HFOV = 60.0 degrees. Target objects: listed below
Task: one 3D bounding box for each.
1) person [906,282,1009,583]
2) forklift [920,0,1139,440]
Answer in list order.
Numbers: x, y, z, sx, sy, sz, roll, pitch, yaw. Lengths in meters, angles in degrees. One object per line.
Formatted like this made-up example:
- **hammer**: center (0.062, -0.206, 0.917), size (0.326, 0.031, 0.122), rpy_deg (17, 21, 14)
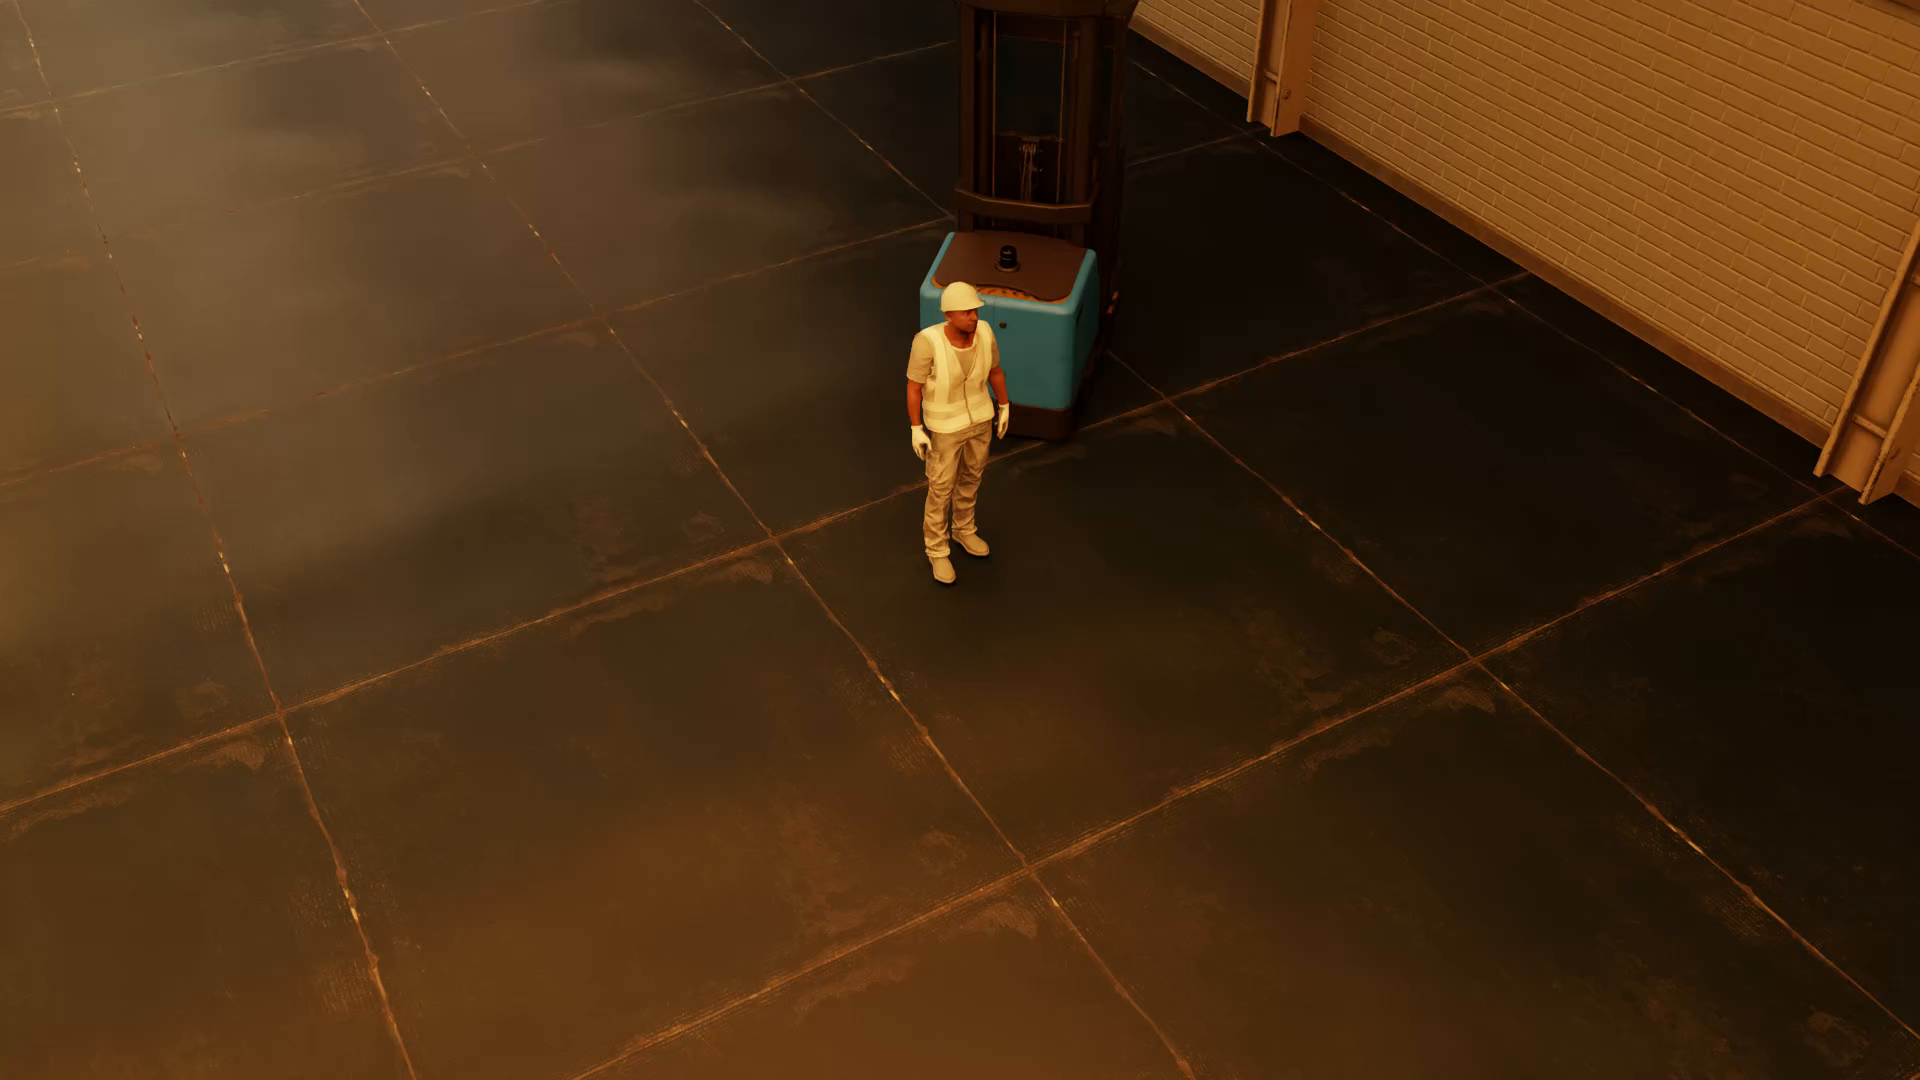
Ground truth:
- **person**: center (0.030, -0.649, 9.707), size (0.656, 1.784, 0.574), rpy_deg (-20, 44, -23)
- **forklift**: center (0.581, -2.738, 11.337), size (1.130, 2.935, 3.031), rpy_deg (9, 41, 11)
